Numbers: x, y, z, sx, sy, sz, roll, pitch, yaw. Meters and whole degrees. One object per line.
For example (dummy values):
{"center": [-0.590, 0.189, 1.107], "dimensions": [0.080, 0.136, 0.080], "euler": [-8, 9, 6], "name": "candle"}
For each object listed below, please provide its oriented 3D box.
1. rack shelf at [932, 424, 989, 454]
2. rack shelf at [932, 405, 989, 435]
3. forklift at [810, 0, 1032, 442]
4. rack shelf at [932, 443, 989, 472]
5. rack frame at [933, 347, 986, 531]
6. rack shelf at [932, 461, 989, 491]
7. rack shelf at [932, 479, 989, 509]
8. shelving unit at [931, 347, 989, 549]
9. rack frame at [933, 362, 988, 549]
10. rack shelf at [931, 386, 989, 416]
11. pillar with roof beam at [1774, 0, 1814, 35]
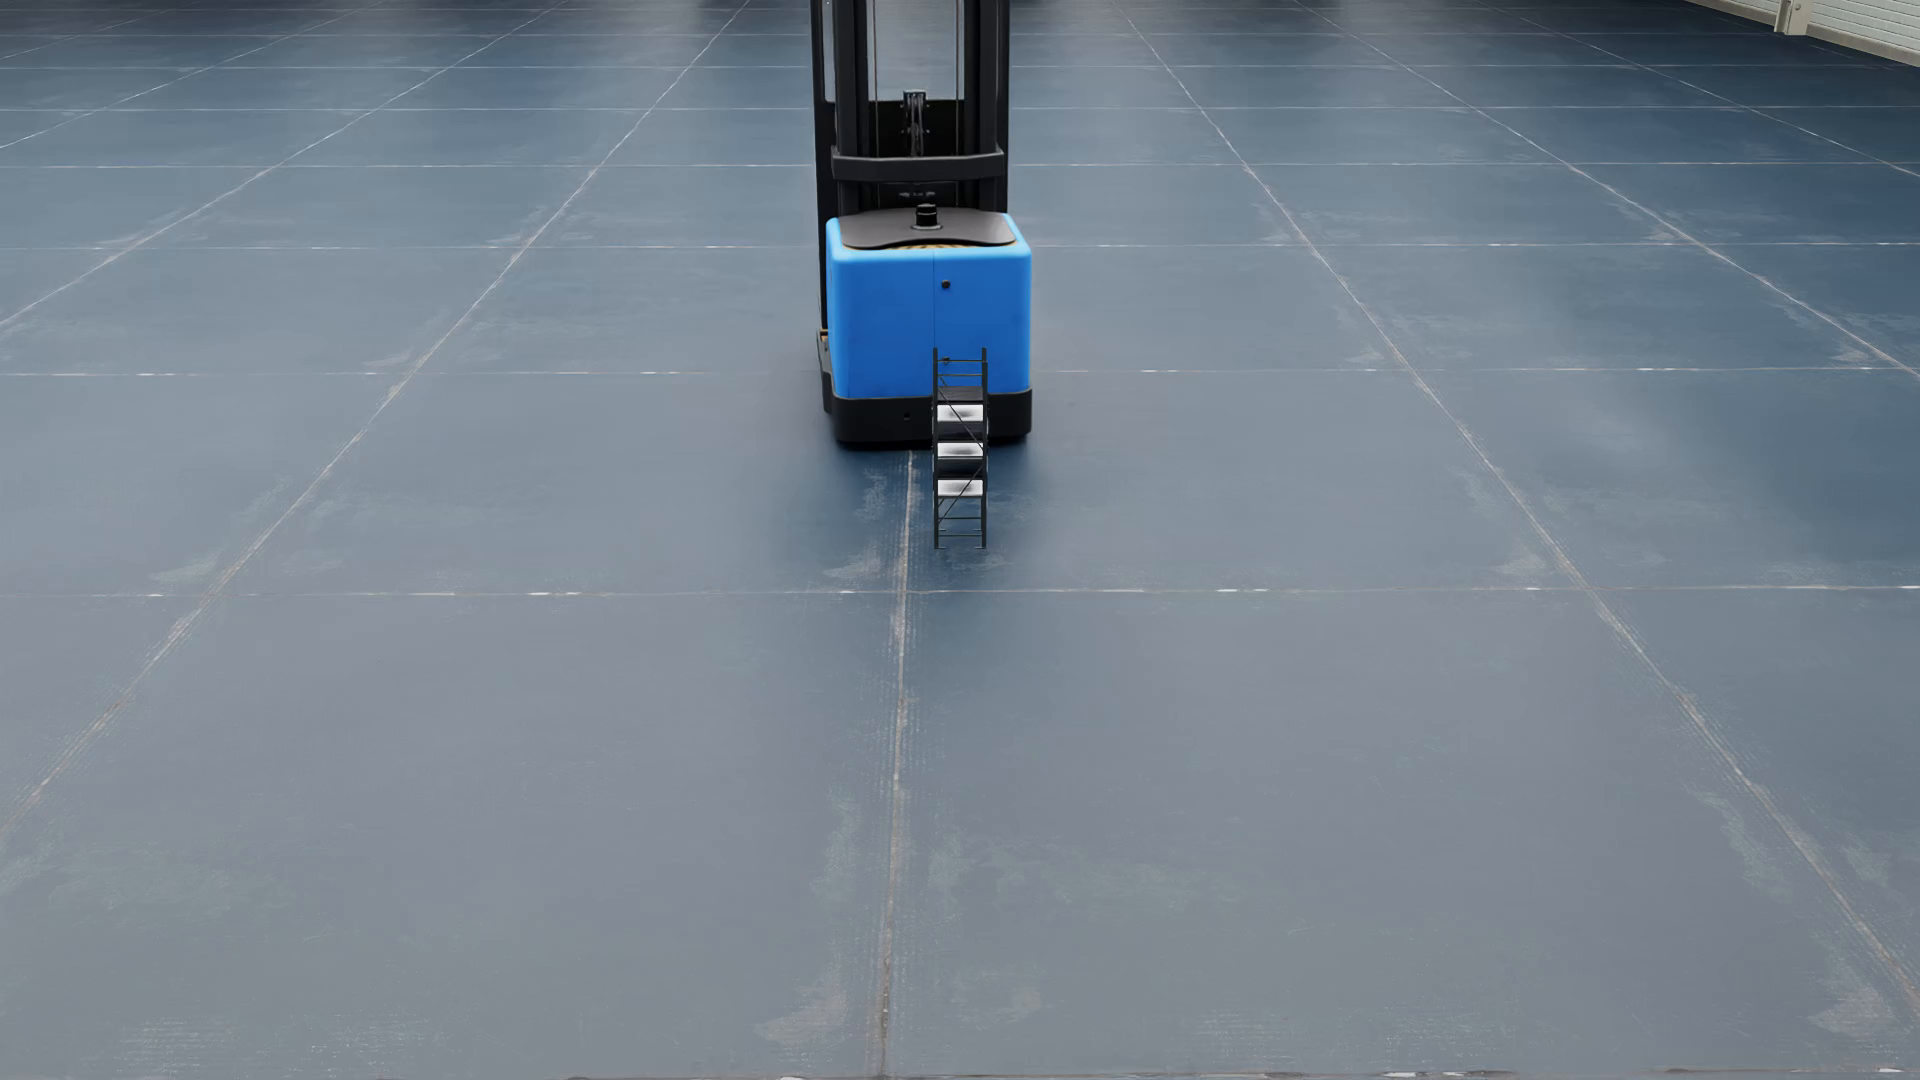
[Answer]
{"center": [0.000, -0.465, 7.549], "dimensions": [0.258, 0.077, 0.200], "euler": [0, 24, -1], "name": "rack shelf"}
{"center": [0.000, -0.547, 7.512], "dimensions": [0.258, 0.077, 0.200], "euler": [0, 24, -1], "name": "rack shelf"}
{"center": [-0.300, -2.419, 9.542], "dimensions": [1.130, 2.935, 3.031], "euler": [-3, 24, -6], "name": "forklift"}
{"center": [0.000, -0.383, 7.586], "dimensions": [0.258, 0.077, 0.200], "euler": [0, 24, -1], "name": "rack shelf"}
{"center": [-0.001, -0.455, 7.665], "dimensions": [0.240, 0.900, 0.006], "euler": [0, 24, -1], "name": "rack frame"}
{"center": [0.000, -0.301, 7.623], "dimensions": [0.258, 0.077, 0.200], "euler": [0, 24, -1], "name": "rack shelf"}
{"center": [0.000, -0.219, 7.660], "dimensions": [0.258, 0.077, 0.200], "euler": [0, 24, -1], "name": "rack shelf"}
{"center": [0.000, -0.413, 7.572], "dimensions": [0.258, 0.900, 0.210], "euler": [0, 24, -1], "name": "shelving unit"}
{"center": [0.001, -0.371, 7.479], "dimensions": [0.240, 0.900, 0.006], "euler": [0, 24, -1], "name": "rack frame"}
{"center": [0.000, -0.629, 7.474], "dimensions": [0.258, 0.077, 0.200], "euler": [0, 24, -1], "name": "rack shelf"}
{"center": [7.571, -11.328, 21.876], "dimensions": [9.100, 9.000, 0.400], "euler": [0, 24, -1], "name": "pillar with roof beam"}
